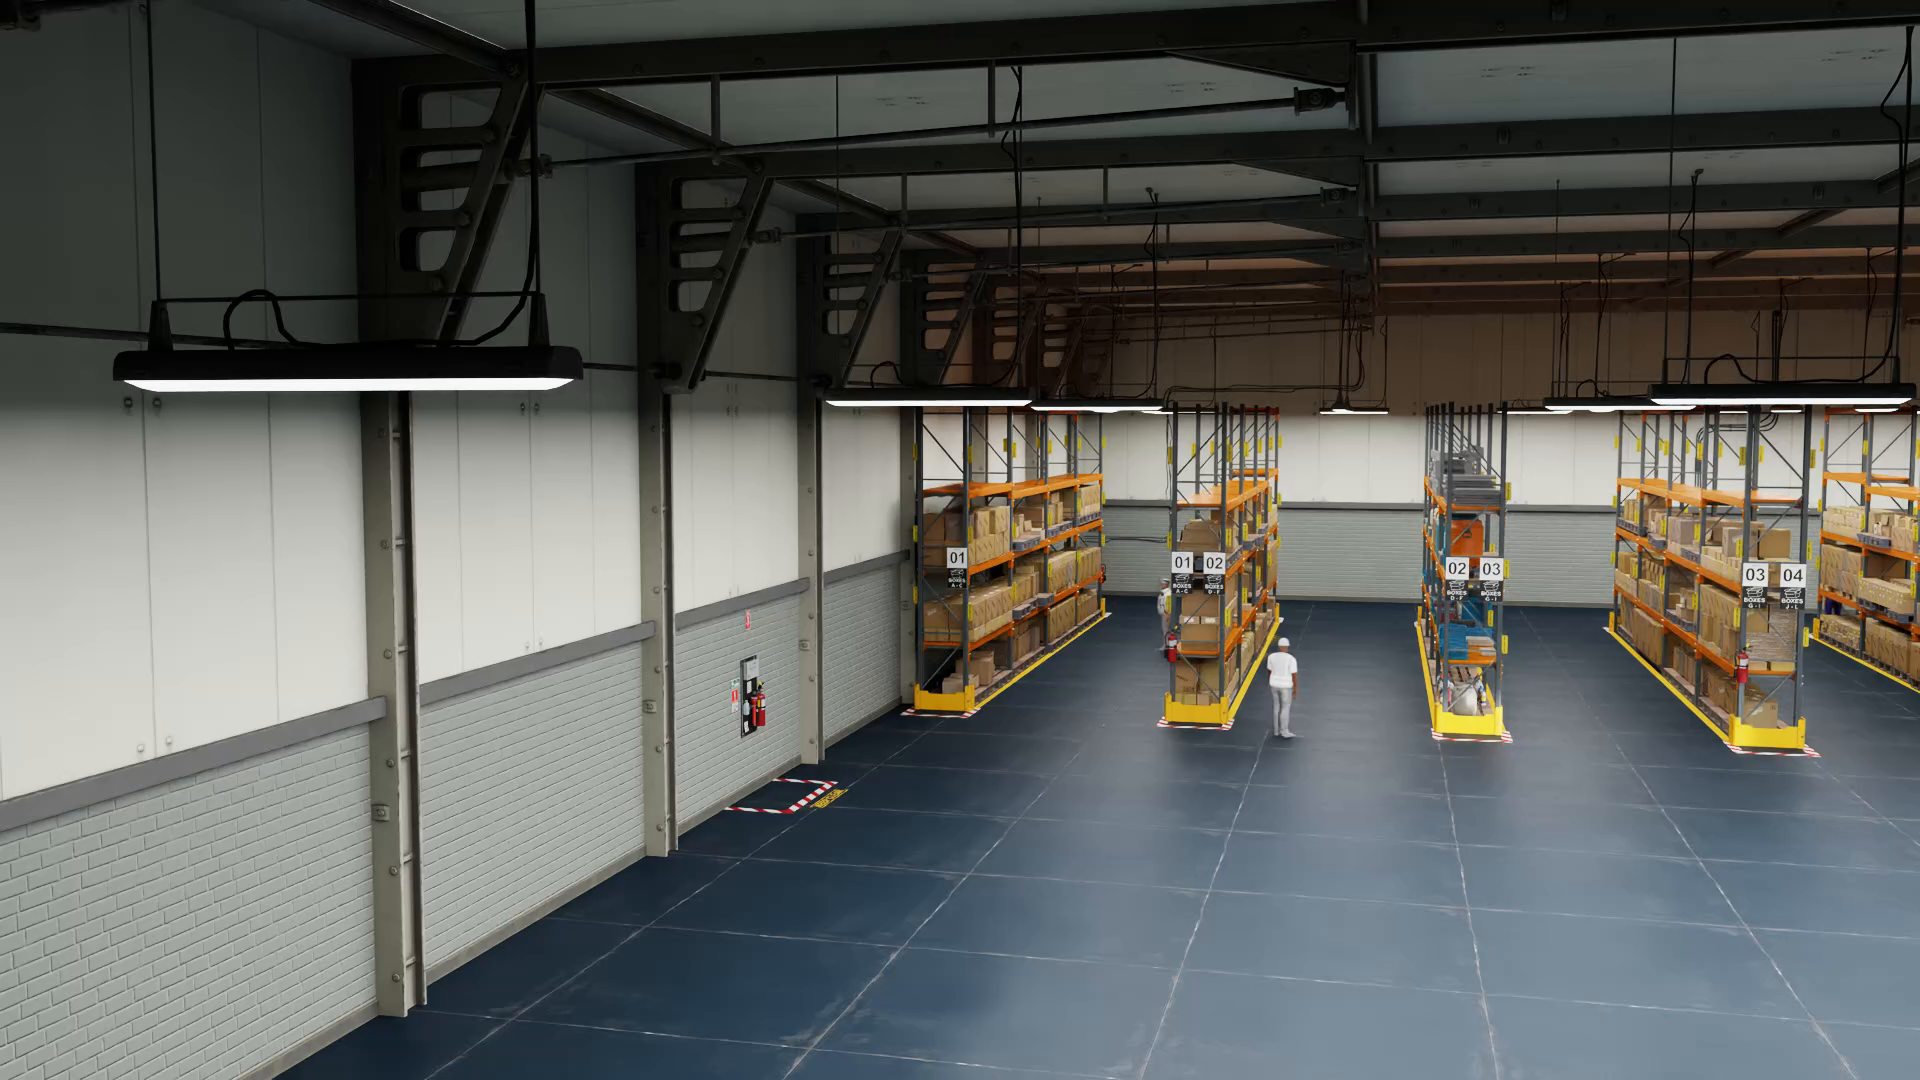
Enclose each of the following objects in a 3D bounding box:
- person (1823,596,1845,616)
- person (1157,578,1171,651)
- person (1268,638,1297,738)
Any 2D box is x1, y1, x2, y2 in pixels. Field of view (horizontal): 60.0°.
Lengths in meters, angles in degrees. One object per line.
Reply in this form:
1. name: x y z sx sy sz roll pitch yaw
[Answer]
1. person: 23.206 1.645 44.114 0.508 1.665 0.513 1 4 19
2. person: 5.037 1.818 40.859 0.415 1.767 0.619 0 4 -4
3. person: 5.795 2.631 29.754 0.574 1.775 0.425 4 6 41
